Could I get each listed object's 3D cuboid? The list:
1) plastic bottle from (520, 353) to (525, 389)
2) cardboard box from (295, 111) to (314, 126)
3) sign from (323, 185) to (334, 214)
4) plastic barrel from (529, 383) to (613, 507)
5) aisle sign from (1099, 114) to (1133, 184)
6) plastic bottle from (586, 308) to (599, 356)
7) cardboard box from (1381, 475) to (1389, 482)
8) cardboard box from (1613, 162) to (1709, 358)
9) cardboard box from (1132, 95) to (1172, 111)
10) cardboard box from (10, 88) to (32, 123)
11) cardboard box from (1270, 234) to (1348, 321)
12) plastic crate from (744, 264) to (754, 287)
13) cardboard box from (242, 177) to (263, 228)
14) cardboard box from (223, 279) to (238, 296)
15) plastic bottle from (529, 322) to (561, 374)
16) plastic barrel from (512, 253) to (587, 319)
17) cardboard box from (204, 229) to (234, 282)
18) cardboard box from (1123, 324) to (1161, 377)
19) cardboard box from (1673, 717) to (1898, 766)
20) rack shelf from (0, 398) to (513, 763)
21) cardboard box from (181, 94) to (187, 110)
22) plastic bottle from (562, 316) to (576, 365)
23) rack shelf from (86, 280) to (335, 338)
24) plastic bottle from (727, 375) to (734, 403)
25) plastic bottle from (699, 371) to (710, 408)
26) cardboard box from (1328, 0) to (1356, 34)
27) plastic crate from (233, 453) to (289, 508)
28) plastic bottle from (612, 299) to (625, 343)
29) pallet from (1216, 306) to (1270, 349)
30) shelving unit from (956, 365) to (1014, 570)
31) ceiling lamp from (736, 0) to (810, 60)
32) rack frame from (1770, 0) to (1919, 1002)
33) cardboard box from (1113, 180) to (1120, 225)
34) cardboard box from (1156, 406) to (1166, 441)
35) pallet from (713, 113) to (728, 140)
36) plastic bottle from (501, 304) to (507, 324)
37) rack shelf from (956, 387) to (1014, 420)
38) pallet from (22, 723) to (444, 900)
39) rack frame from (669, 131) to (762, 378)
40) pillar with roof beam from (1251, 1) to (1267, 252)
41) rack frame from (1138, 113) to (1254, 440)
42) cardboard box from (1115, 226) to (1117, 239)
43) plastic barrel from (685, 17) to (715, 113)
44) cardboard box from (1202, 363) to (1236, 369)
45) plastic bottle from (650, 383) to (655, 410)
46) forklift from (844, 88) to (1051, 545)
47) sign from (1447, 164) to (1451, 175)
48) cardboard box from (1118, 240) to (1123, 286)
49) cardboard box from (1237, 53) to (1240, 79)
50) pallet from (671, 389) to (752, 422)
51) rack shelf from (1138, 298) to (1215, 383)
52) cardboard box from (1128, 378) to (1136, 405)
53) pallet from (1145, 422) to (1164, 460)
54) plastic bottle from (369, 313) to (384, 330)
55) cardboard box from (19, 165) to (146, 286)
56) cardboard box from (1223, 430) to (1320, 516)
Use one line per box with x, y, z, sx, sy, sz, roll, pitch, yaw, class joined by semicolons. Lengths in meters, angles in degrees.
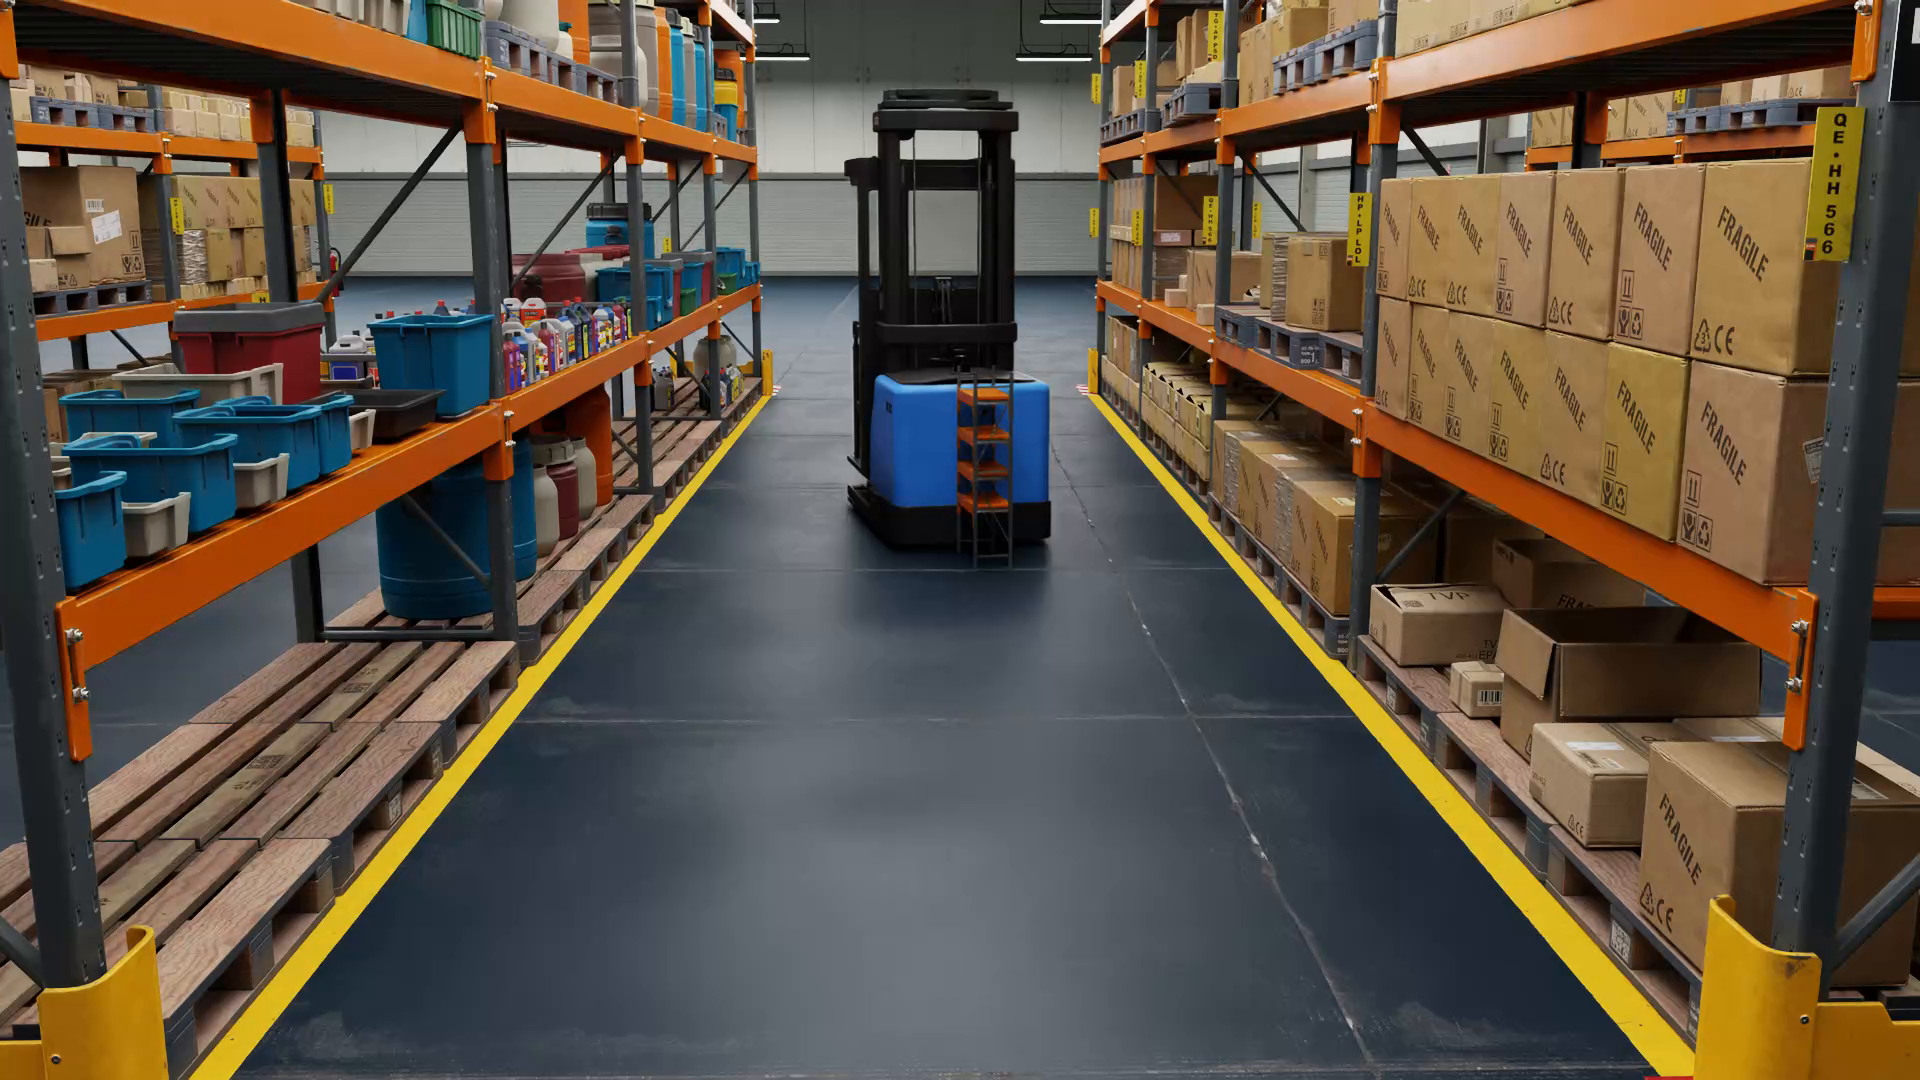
-2.195;-0.847;8.189;0.097;0.201;0.097;0;11;0;plastic bottle
-7.473;-4.723;18.626;0.380;0.149;0.250;0;11;-1;cardboard box
-7.235;-3.906;19.060;0.100;0.325;0.005;0;11;-1;sign
-2.646;-0.660;11.172;0.600;0.830;0.708;0;11;-1;plastic barrel
1.806;-4.511;19.212;0.394;0.787;0.004;0;11;-1;aisle sign
-2.215;-1.252;9.981;0.061;0.283;0.133;0;11;-1;plastic bottle
2.571;-0.133;9.350;0.500;0.500;0.500;0;11;0;cardboard box
2.149;-0.771;4.551;0.500;0.500;0.500;0;11;0;cardboard box
1.898;-4.290;16.340;0.380;0.149;0.250;0;11;-1;cardboard box
-7.411;-3.290;12.565;0.500;0.250;0.500;0;11;0;cardboard box
2.233;-1.582;10.007;0.700;0.500;0.500;2;12;10;cardboard box
-2.521;-2.905;18.209;0.499;0.251;0.408;0;11;-1;plastic crate
-7.506;-3.463;17.072;0.500;0.500;0.500;0;11;-1;cardboard box
-7.415;-2.510;16.518;0.380;0.149;0.250;0;11;-1;cardboard box
-2.238;-1.037;8.938;0.152;0.276;0.135;0;11;-1;plastic bottle
-2.986;-1.773;11.912;0.600;0.536;0.708;0;11;-1;plastic barrel
-7.630;-2.774;16.189;0.875;0.500;0.500;0;11;-1;cardboard box
1.956;-1.946;17.080;0.500;0.500;0.500;0;11;-1;cardboard box
2.696;0.779;5.483;0.500;0.250;0.500;0;11;-1;cardboard box
-2.549;-0.070;5.669;1.077;0.370;4.000;0;11;-1;rack shelf
-7.480;-4.101;15.557;0.380;0.149;0.250;-1;11;-4;cardboard box
-2.220;-1.123;9.376;0.097;0.271;0.097;0;11;0;plastic bottle
-7.749;-2.435;17.327;1.077;0.370;4.000;0;11;-1;rack shelf
-2.323;-1.527;16.769;0.061;0.283;0.133;0;11;1;plastic bottle
-2.502;-1.489;16.412;0.144;0.351;0.185;0;11;-1;plastic bottle
2.395;-2.979;9.096;0.600;0.600;0.600;-1;11;-3;cardboard box
-2.122;-0.175;4.888;0.250;0.136;0.298;0;11;-1;plastic crate
-2.233;-1.434;10.875;0.061;0.283;0.133;0;11;-1;plastic bottle
2.363;-1.406;10.930;1.213;0.211;1.003;0;11;-1;pallet
0.151;-0.457;10.294;0.258;1.200;0.503;-2;12;-12;shelving unit
-4.892;-14.056;43.030;2.000;3.185;0.800;0;11;-1;ceiling lamp
2.448;-0.045;3.735;0.949;2.616;0.053;0;11;-1;rack frame
2.112;-3.807;18.764;0.700;0.500;0.500;0;11;-1;cardboard box
1.980;-1.003;14.316;0.500;0.250;0.500;-1;11;-3;cardboard box
-2.868;-3.931;15.822;1.213;0.211;1.003;0;11;-1;pallet
-2.978;-1.375;10.605;0.152;0.276;0.135;0;11;-1;plastic bottle
0.151;-0.842;10.216;0.258;0.148;0.480;-2;12;-12;rack shelf
-2.508;0.936;5.917;1.003;0.211;1.213;0;11;-1;pallet
-2.838;-3.206;19.315;1.000;3.000;0.127;0;11;-1;rack frame
3.146;-10.804;41.680;9.100;9.000;0.548;0;11;-1;pillar with roof beam
2.197;-2.430;15.493;1.000;3.000;0.127;0;11;-1;rack frame
1.919;-3.411;18.446;0.380;0.149;0.250;0;11;-1;cardboard box
-2.669;-4.530;15.984;0.600;0.901;0.708;0;11;-1;plastic barrel
2.492;-1.484;15.278;0.500;0.311;0.500;0;11;-1;cardboard box
-3.057;-1.455;16.241;0.144;0.351;0.185;-1;11;-3;plastic bottle
-0.213;-1.651;11.824;1.130;2.935;3.031;-2;12;-12;forklift
7.908;-5.933;26.928;0.001;0.298;0.199;0;11;-1;sign
2.126;-3.077;18.430;0.700;0.500;0.500;0;11;0;cardboard box
2.214;-3.327;11.692;0.500;0.250;0.500;-1;12;-5;cardboard box
-2.756;-1.421;17.531;1.003;0.211;1.213;0;11;-1;pallet
2.238;-1.680;13.605;1.077;0.370;4.000;0;11;-1;rack shelf
1.968;-1.479;16.664;0.500;0.250;0.500;0;11;-1;cardboard box
2.251;-0.917;15.049;1.003;0.211;1.213;0;11;-1;pallet
-2.937;-0.977;8.456;0.144;0.351;0.185;0;11;-1;plastic bottle
-7.831;-2.731;14.413;1.000;1.000;1.000;0;11;-1;cardboard box
2.019;-0.430;10.814;0.500;0.500;0.500;-1;11;-3;cardboard box
